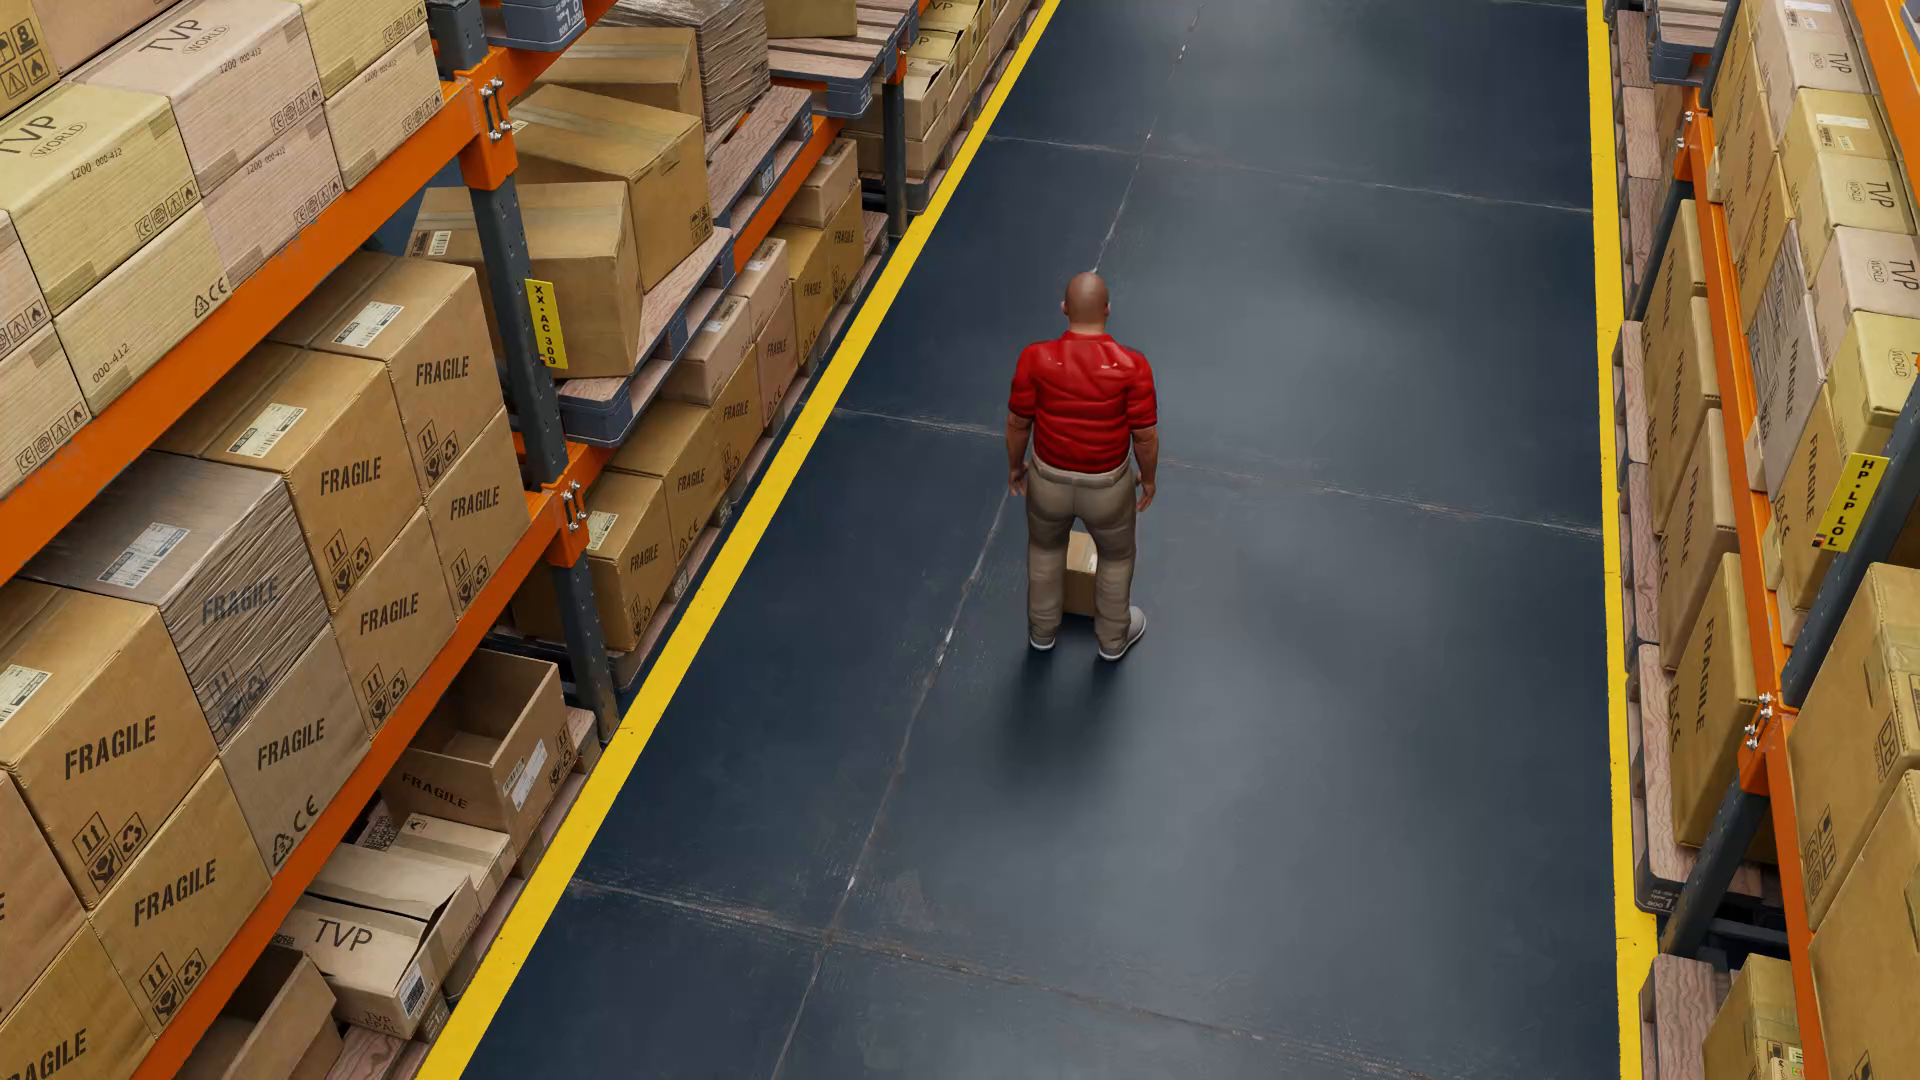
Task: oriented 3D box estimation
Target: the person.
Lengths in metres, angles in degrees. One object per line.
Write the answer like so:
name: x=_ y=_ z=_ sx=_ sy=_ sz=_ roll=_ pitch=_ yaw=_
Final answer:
person: x=0.474 y=-0.249 z=6.458 sx=0.593 sy=1.725 sz=0.393 roll=8 pitch=41 yaw=9
